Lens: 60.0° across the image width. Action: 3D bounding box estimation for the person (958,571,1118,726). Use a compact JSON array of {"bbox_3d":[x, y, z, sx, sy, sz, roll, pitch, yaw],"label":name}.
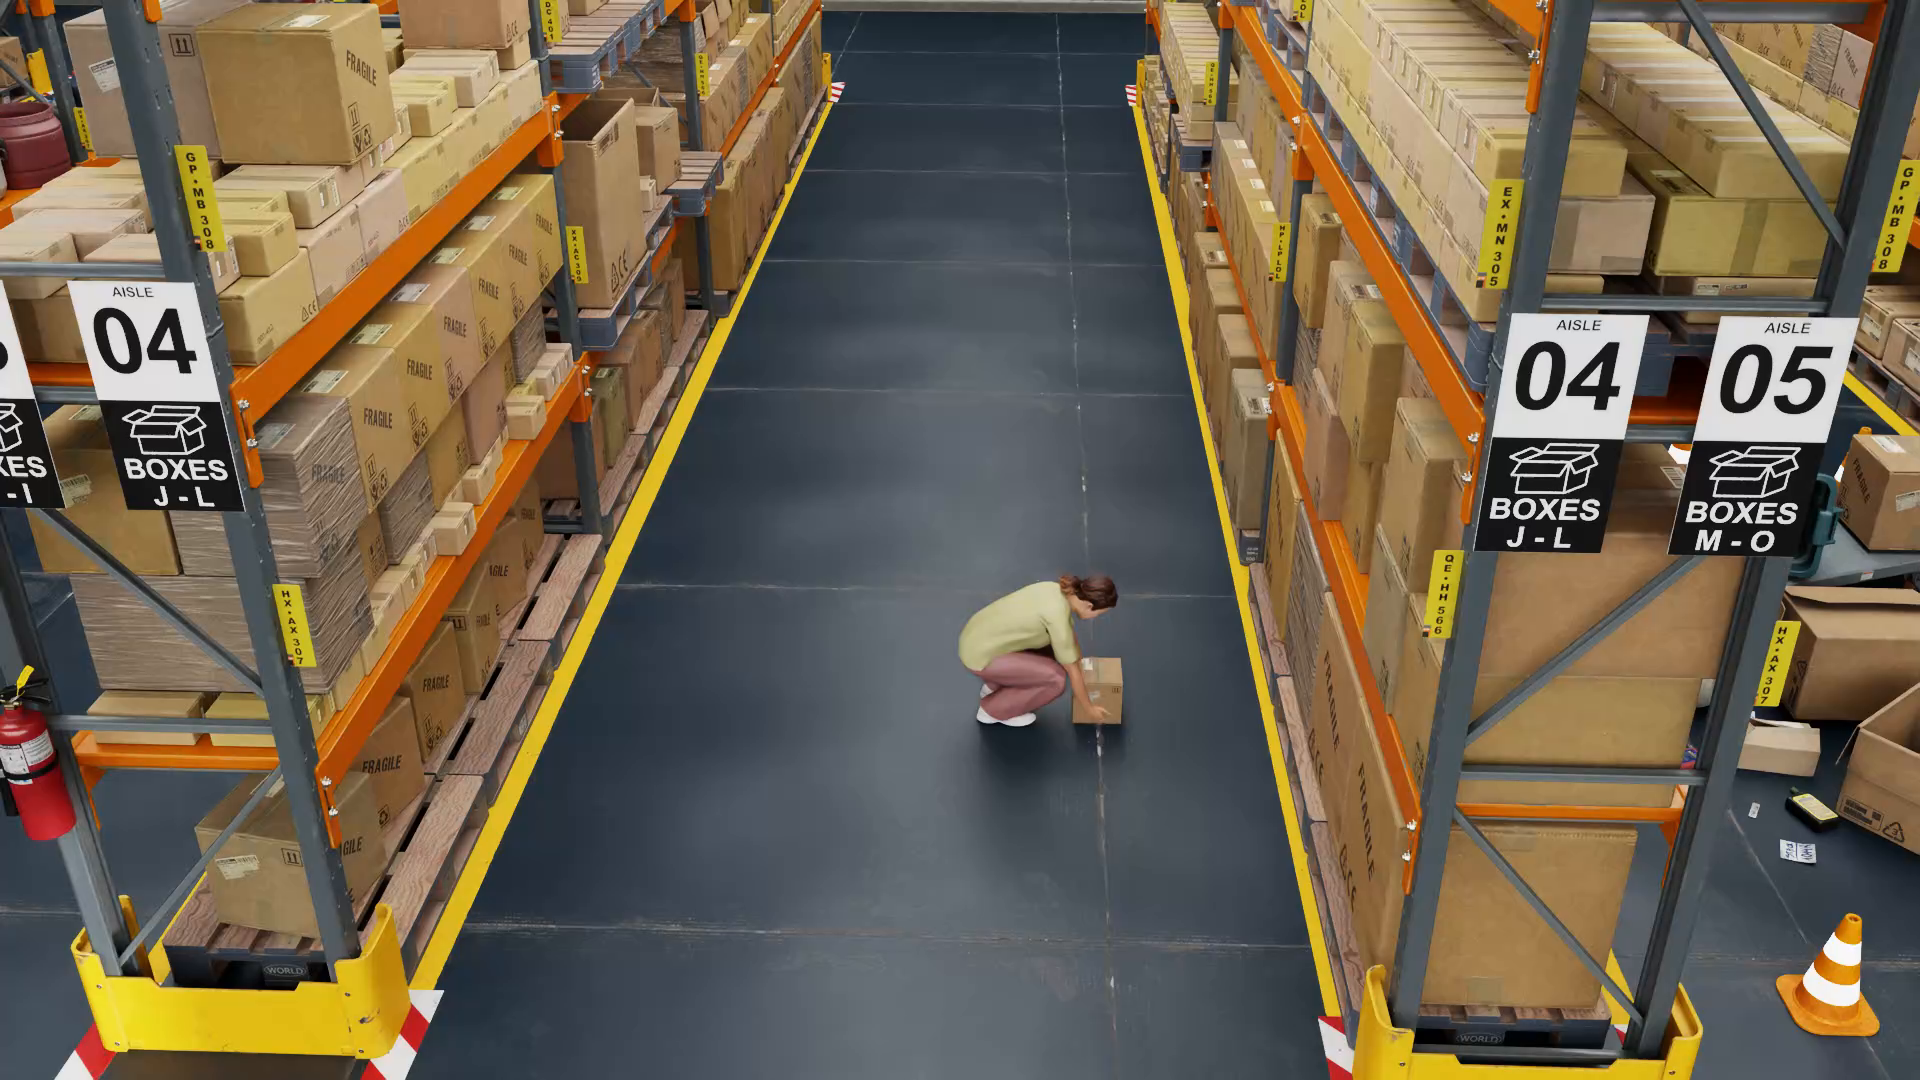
[{"bbox_3d":[0.397,0.551,8.562,0.810,0.795,0.477,1,28,2],"label":"person"}]
